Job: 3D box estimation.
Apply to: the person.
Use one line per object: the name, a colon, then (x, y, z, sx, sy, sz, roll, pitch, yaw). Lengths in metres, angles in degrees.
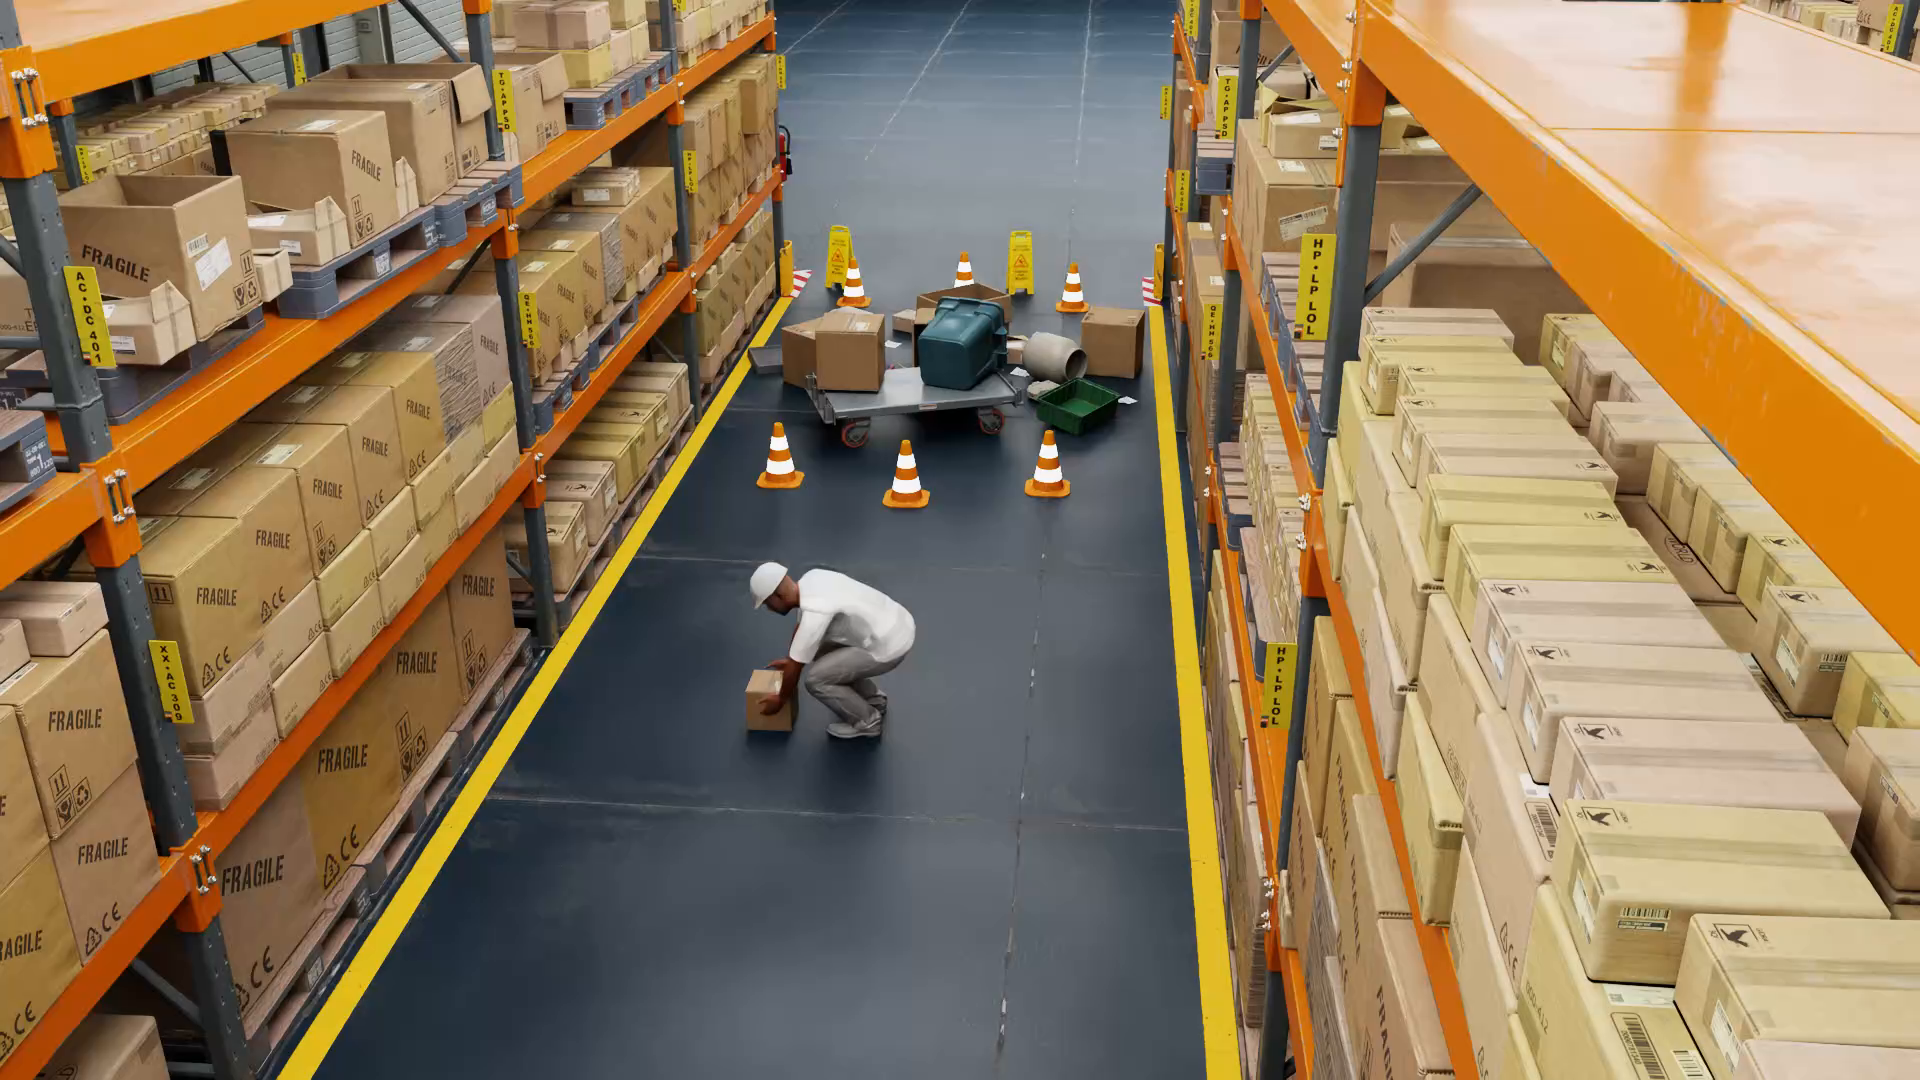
person: (-0.696, 0.591, 9.186, 0.888, 1.016, 0.589, 2, 24, 4)
